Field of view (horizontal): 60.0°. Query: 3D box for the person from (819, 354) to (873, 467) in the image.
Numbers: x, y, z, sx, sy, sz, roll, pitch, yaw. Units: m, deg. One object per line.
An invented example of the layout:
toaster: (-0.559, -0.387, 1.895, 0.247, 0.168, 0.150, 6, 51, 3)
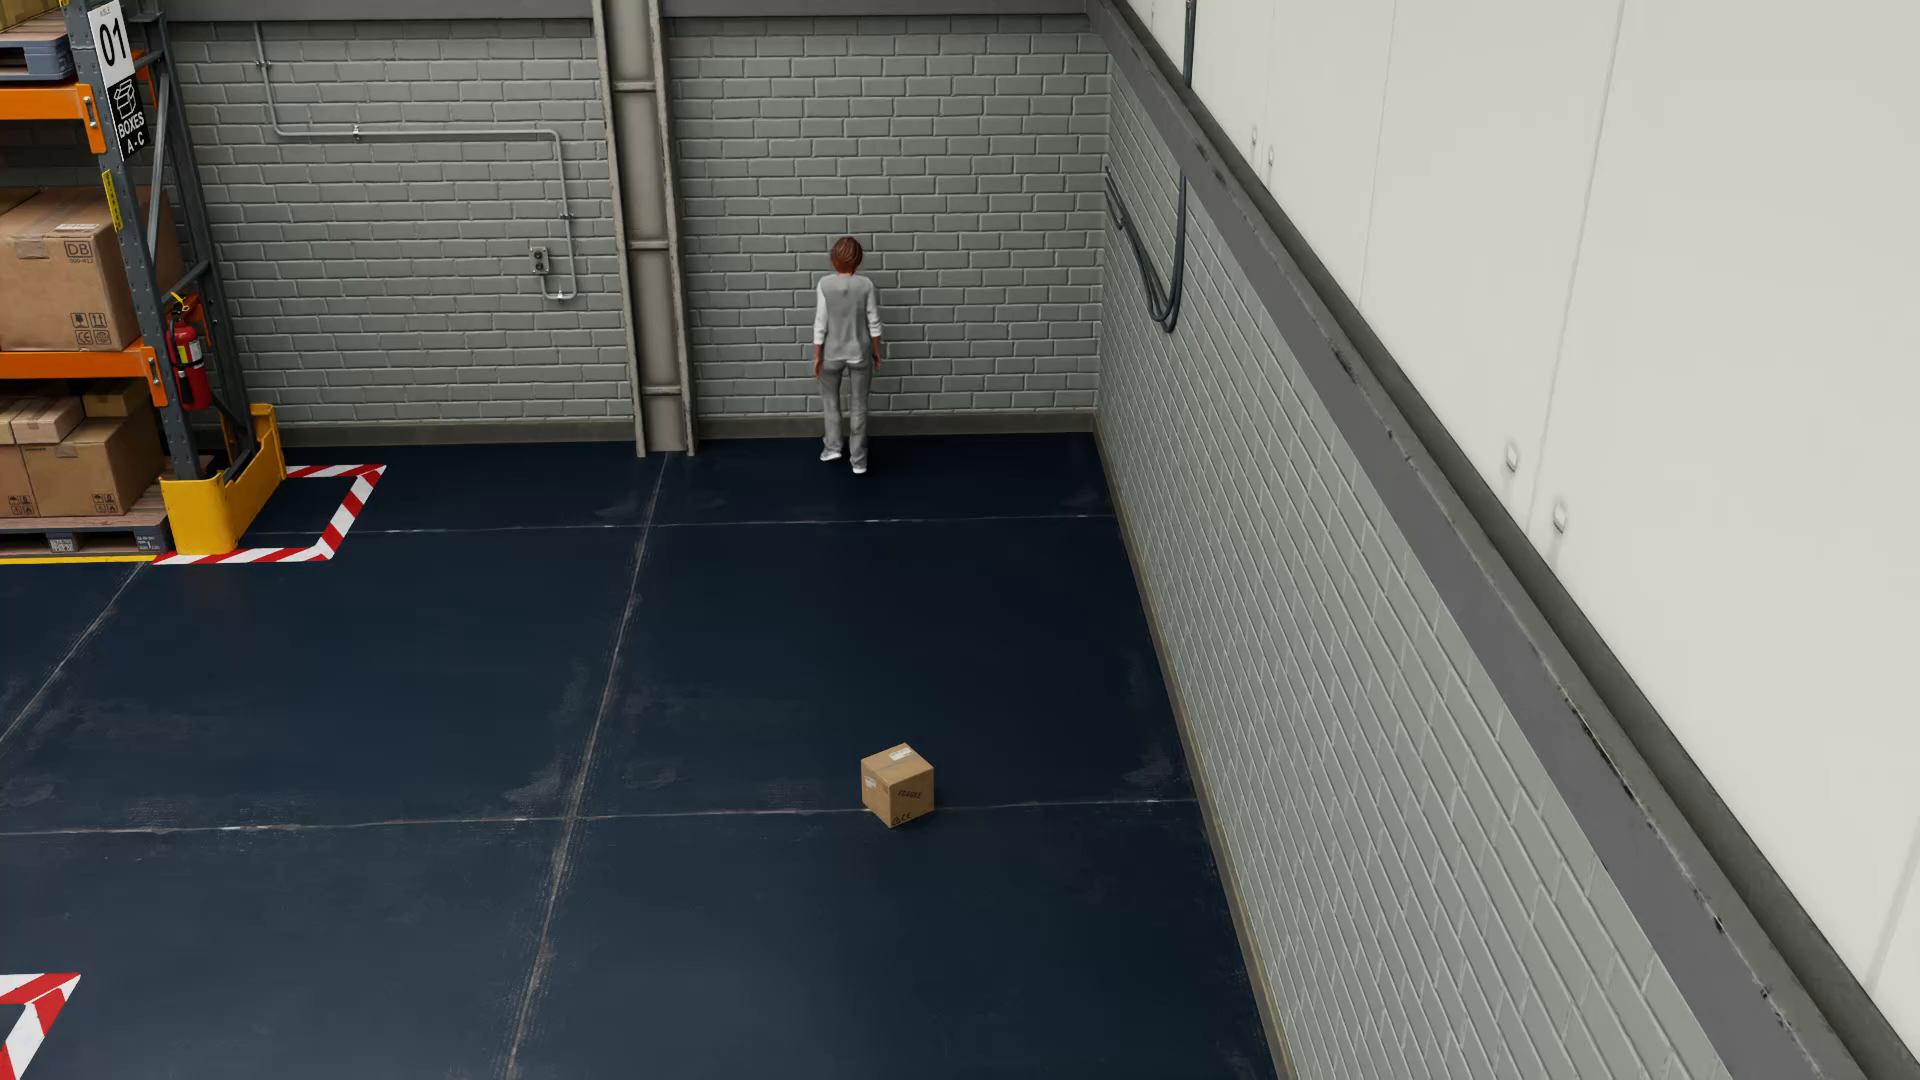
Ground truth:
person: (-0.748, -0.948, 10.978, 0.354, 0.875, 0.380, -2, 28, -4)
